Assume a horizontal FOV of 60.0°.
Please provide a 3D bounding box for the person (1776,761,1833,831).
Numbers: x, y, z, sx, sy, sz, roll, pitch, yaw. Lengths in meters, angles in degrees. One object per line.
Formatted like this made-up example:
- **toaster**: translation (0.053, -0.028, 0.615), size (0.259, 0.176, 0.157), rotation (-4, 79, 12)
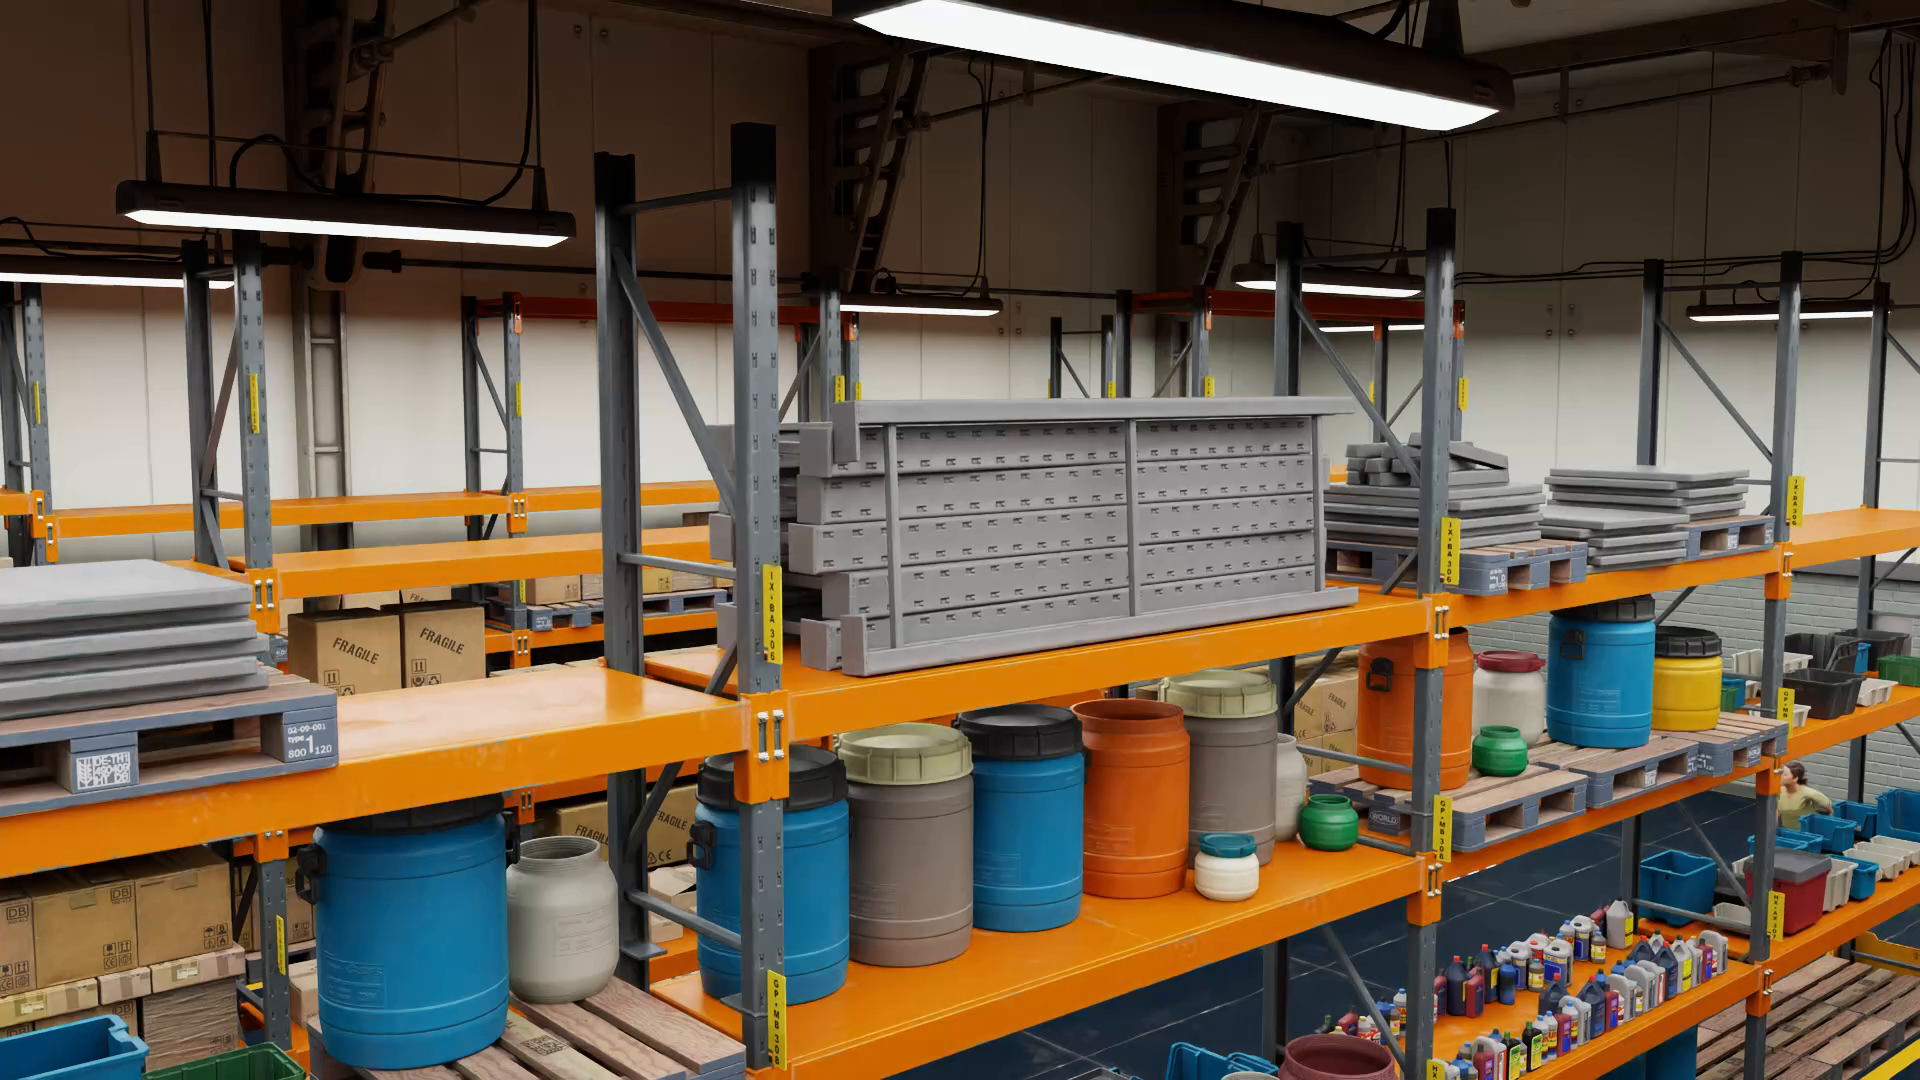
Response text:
- **person**: translation (8.075, 2.882, 15.893), size (0.672, 1.576, 0.630), rotation (-3, 6, -29)
